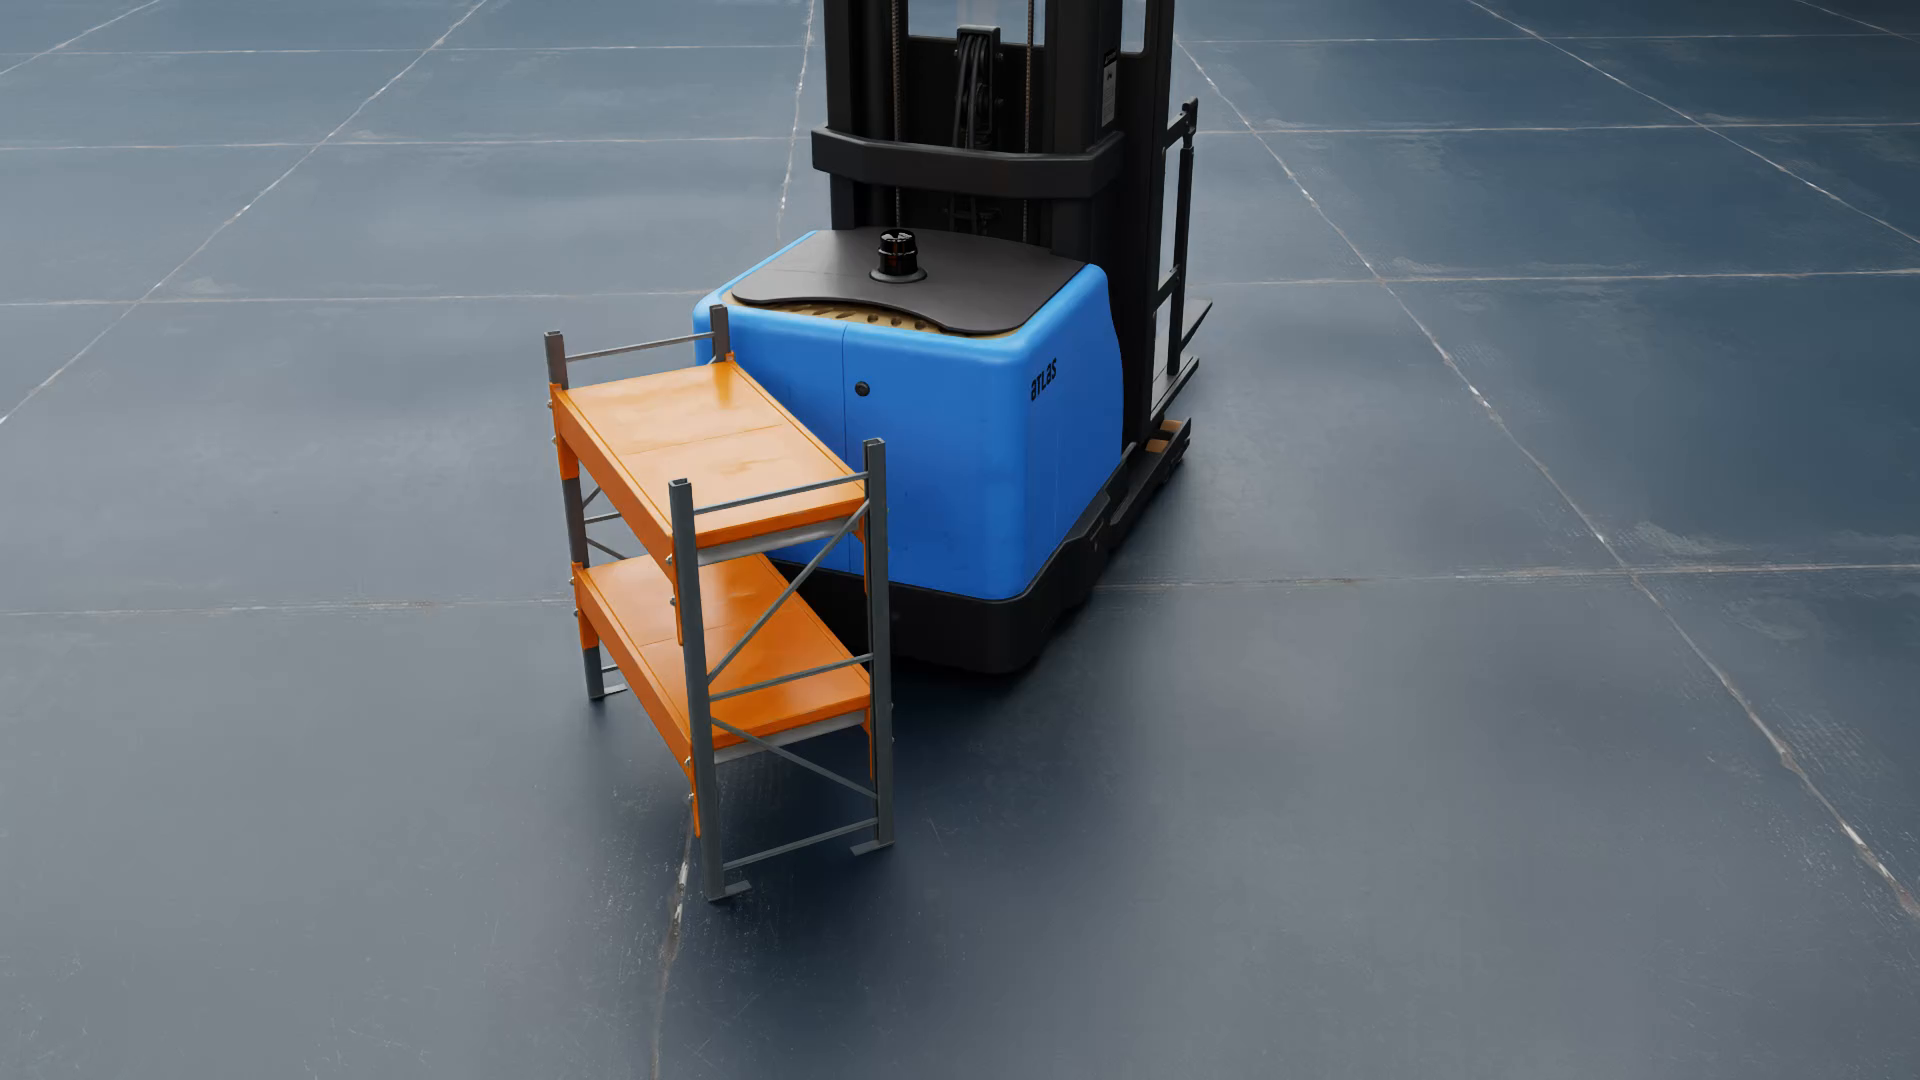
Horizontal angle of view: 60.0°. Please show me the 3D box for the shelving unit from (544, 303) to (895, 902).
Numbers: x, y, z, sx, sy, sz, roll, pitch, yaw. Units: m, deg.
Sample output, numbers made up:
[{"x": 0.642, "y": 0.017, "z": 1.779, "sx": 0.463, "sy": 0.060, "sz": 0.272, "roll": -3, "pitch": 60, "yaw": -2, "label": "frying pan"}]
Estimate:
[{"x": -0.630, "y": 0.117, "z": 4.309, "sx": 0.538, "sy": 1.125, "sz": 1.048, "roll": -13, "pitch": 30, "yaw": -24, "label": "shelving unit"}]

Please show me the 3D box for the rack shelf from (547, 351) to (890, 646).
[{"x": -0.630, "y": -0.143, "z": 4.174, "sx": 0.538, "sy": 0.278, "sz": 1.000, "roll": -13, "pitch": 30, "yaw": -24, "label": "rack shelf"}]

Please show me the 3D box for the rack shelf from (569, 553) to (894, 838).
[{"x": -0.630, "y": 0.334, "z": 4.422, "sx": 0.538, "sy": 0.278, "sz": 1.000, "roll": -13, "pitch": 30, "yaw": -24, "label": "rack shelf"}]

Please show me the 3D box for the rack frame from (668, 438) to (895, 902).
[{"x": -0.397, "y": 0.326, "z": 3.909, "sx": 0.500, "sy": 1.125, "sz": 0.032, "roll": -13, "pitch": 30, "yaw": -24, "label": "rack frame"}]

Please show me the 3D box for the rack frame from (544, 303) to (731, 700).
[{"x": -0.863, "y": -0.092, "z": 4.710, "sx": 0.500, "sy": 1.125, "sz": 0.032, "roll": -13, "pitch": 30, "yaw": -24, "label": "rack frame"}]

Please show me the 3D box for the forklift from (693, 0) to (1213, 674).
[{"x": 0.233, "y": -1.570, "z": 5.591, "sx": 1.130, "sy": 2.935, "sz": 3.031, "roll": 10, "pitch": 29, "yaw": 19, "label": "forklift"}]
